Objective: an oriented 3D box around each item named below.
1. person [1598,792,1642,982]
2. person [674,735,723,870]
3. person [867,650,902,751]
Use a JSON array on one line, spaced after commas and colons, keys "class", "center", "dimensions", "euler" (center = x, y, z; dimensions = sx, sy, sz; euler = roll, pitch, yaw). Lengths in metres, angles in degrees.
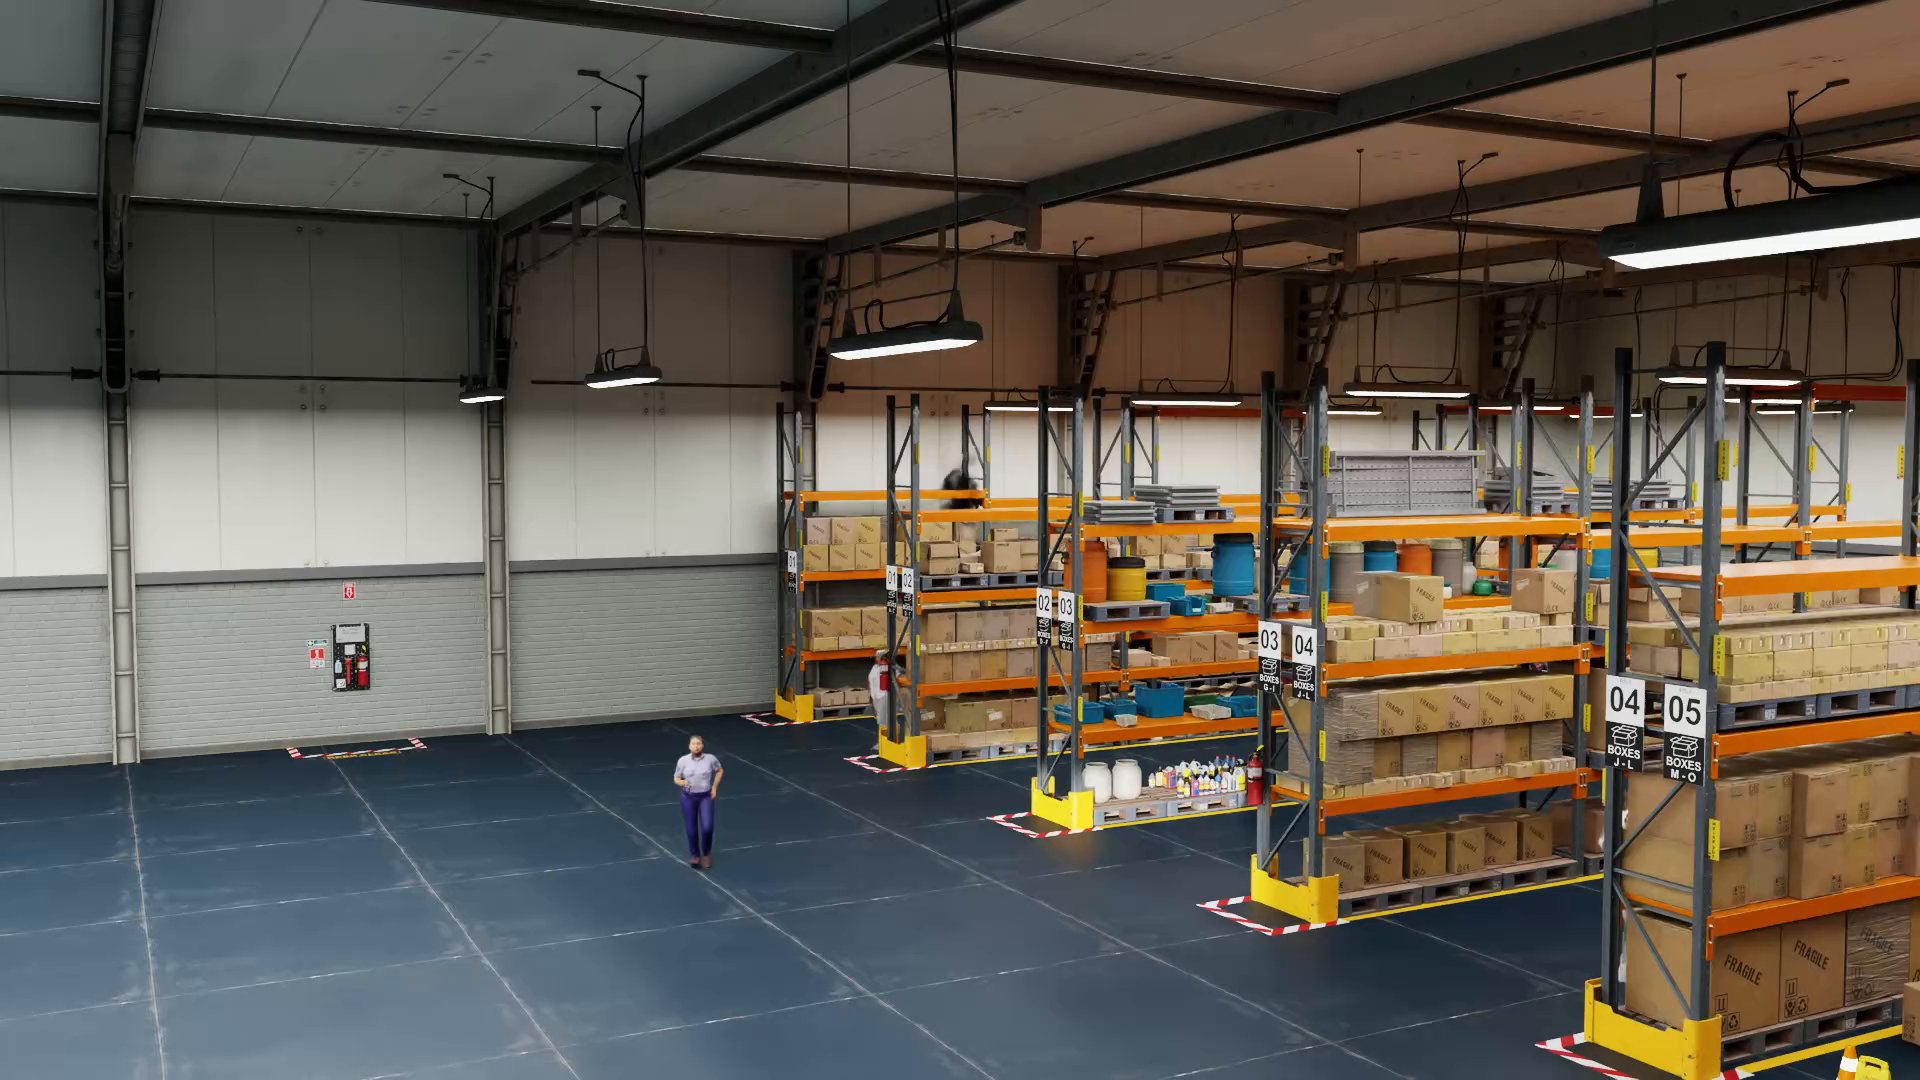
[{"class": "person", "center": [6.610, 3.338, 16.328], "dimensions": [0.832, 1.831, 0.685], "euler": [-3, 4, -39]}, {"class": "person", "center": [-3.193, 3.207, 20.282], "dimensions": [0.589, 1.649, 0.632], "euler": [0, 3, -7]}, {"class": "person", "center": [-1.293, 2.716, 28.583], "dimensions": [0.645, 1.681, 0.882], "euler": [3, 4, 38]}]
